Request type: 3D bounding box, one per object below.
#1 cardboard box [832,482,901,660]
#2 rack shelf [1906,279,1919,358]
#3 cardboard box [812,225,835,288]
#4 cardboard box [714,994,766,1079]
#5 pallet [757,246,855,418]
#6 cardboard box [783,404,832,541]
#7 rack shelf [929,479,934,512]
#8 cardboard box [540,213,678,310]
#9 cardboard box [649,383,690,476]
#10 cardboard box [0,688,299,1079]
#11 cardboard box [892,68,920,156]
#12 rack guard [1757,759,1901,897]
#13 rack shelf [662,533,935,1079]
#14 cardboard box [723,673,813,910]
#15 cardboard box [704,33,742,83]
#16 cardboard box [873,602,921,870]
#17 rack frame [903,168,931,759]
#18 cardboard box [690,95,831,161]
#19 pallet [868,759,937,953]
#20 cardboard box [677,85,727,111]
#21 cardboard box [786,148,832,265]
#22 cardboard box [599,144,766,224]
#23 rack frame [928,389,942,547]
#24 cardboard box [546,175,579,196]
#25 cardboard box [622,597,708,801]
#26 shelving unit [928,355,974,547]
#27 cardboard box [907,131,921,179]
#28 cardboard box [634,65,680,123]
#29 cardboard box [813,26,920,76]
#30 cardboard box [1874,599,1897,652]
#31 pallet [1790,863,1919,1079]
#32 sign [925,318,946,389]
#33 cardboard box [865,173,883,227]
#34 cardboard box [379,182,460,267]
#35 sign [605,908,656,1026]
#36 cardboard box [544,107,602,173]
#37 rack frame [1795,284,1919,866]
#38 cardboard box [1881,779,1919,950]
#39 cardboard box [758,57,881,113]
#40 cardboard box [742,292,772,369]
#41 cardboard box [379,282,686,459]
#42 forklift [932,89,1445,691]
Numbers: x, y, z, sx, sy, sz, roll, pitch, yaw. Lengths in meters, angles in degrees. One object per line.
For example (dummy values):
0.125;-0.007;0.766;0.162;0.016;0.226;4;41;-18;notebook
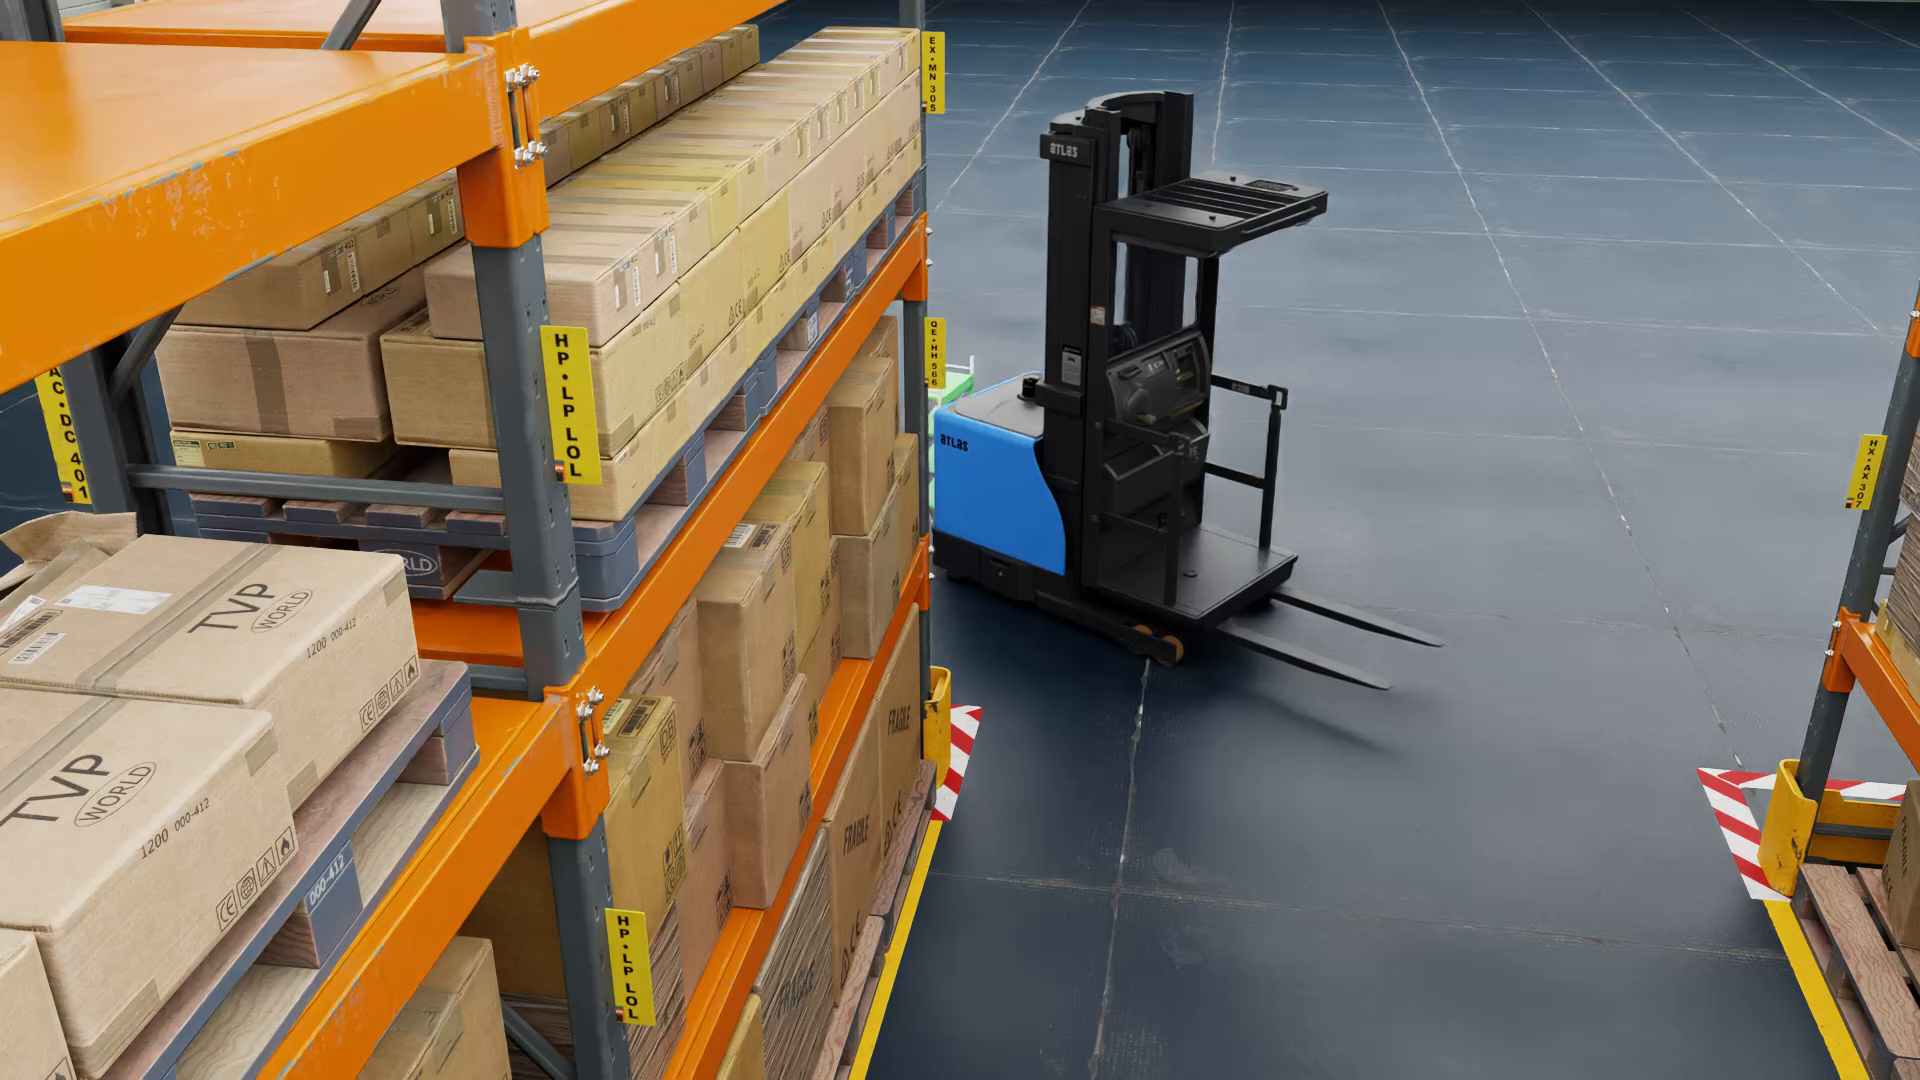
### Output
-0.730;0.090;6.842;0.875;0.550;0.550;4;25;9;cardboard box
3.905;-0.042;4.611;1.077;0.370;4.000;4;25;9;rack shelf
-0.615;-0.911;5.304;0.380;0.149;0.250;4;25;9;cardboard box
-1.127;1.955;5.045;0.875;0.875;0.875;4;25;9;cardboard box
-0.953;-0.727;5.332;1.003;0.211;1.213;4;25;9;pallet
-0.969;-0.175;6.134;0.875;0.550;0.550;4;25;9;cardboard box
-0.124;-0.253;10.593;0.258;0.148;0.480;11;27;21;rack shelf
-0.864;-0.636;3.774;0.380;0.149;0.250;4;25;8;cardboard box
-0.864;-0.276;3.946;0.380;0.149;0.250;4;25;9;cardboard box
-1.284;0.447;2.282;0.500;0.250;0.500;4;25;8;cardboard box
-0.450;-1.668;6.450;0.500;0.250;0.500;4;25;9;cardboard box
4.219;1.318;7.344;1.175;0.500;0.348;4;25;9;rack guard
-0.972;0.931;6.072;1.077;0.370;4.000;4;25;9;rack shelf
-0.979;0.769;5.392;0.875;0.550;0.550;4;25;9;cardboard box
-1.056;-1.851;6.370;0.380;0.149;0.250;4;25;9;cardboard box
-0.691;0.829;7.452;0.875;0.875;0.875;4;25;9;cardboard box
-0.645;-0.232;7.706;1.000;3.000;0.127;4;25;9;rack frame
-0.615;-1.271;5.130;0.380;0.149;0.250;4;25;9;cardboard box
-0.699;1.371;7.572;1.003;0.211;1.213;4;25;9;pallet
-1.059;-1.496;6.082;0.500;0.250;0.500;4;25;8;cardboard box
-0.698;-1.038;5.105;0.500;0.250;0.500;4;25;9;cardboard box
-0.740;-0.955;4.457;0.380;0.149;0.250;4;25;9;cardboard box
-0.222;-0.434;10.262;0.240;1.200;0.015;11;27;21;rack frame
-1.305;-0.864;4.731;0.500;0.250;0.500;4;25;8;cardboard box
-1.230;0.494;4.705;0.875;0.550;0.550;4;25;9;cardboard box
-0.124;-0.529;10.464;0.258;1.200;0.503;11;27;21;shelving unit
-0.365;-1.549;6.666;0.380;0.149;0.250;4;25;8;cardboard box
-1.181;-1.530;5.685;0.380;0.149;0.250;4;25;8;cardboard box
-0.366;-1.909;6.493;0.380;0.149;0.250;4;25;9;cardboard box
3.950;0.371;6.716;0.380;0.149;0.250;4;25;9;cardboard box
4.051;1.786;6.685;1.003;0.211;1.213;4;25;9;pallet
-0.112;-0.820;7.318;0.100;0.325;0.005;4;25;9;sign
-0.490;-1.231;5.986;0.380;0.149;0.250;4;25;9;cardboard box
-1.471;-0.786;4.094;0.380;0.149;0.250;4;25;8;cardboard box
-0.762;0.986;3.832;0.100;0.325;0.005;4;25;9;sign
-1.306;-1.210;5.001;0.380;0.149;0.250;4;25;9;cardboard box
4.231;0.154;6.882;1.000;3.000;0.127;4;25;9;rack frame
4.113;1.356;6.767;0.500;0.500;0.500;9;27;18;cardboard box
-0.491;-1.589;5.810;0.380;0.149;0.250;4;25;9;cardboard box
-0.740;-0.593;4.624;0.380;0.149;0.250;4;25;8;cardboard box
-0.943;-0.404;3.750;0.500;0.250;0.500;4;25;9;cardboard box
1.273;-0.879;9.170;3.031;2.935;1.130;20;32;36;forklift
